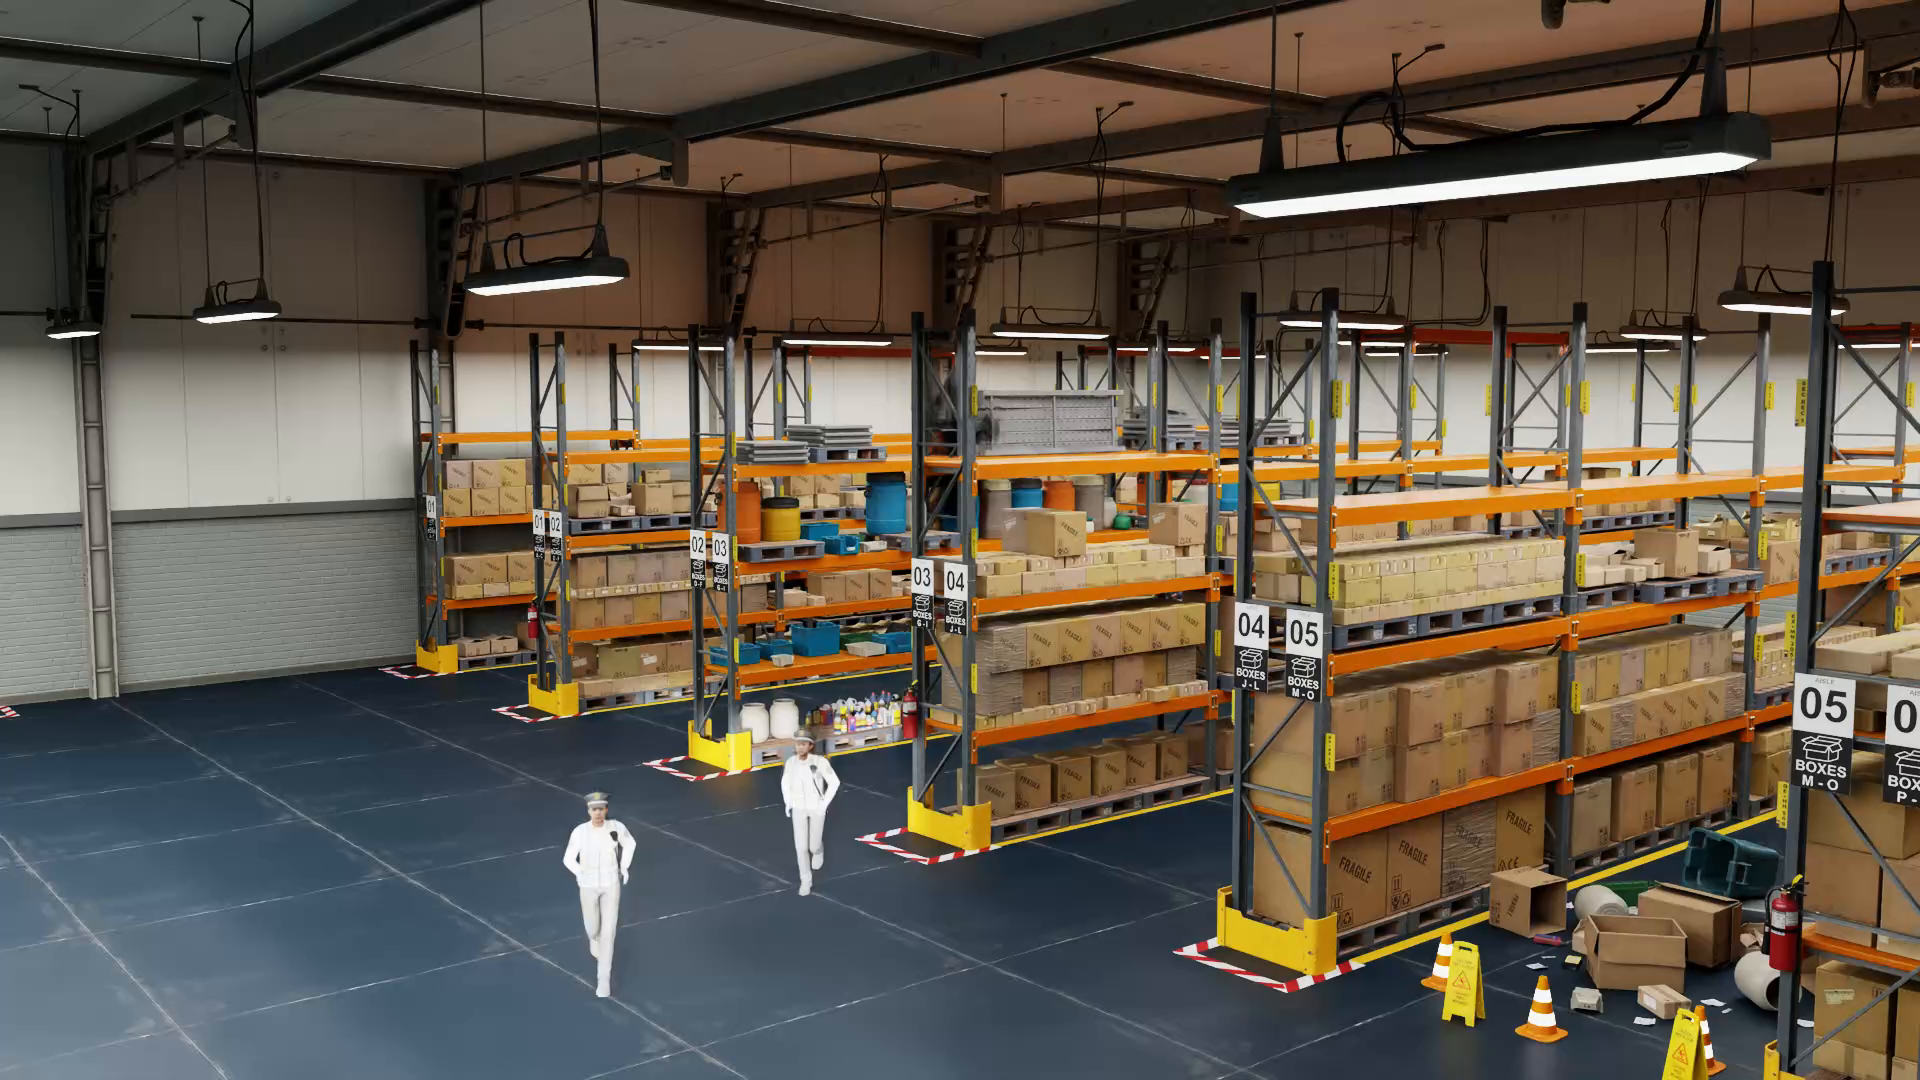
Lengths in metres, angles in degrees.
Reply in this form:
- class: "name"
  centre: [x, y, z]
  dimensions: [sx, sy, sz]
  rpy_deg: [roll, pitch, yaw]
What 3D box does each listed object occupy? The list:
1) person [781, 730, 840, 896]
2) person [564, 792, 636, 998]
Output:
- class: "person"
  centre: [-1.538, 2.764, 17.153]
  dimensions: [0.622, 1.694, 0.656]
  rpy_deg: [1, 5, 9]
- class: "person"
  centre: [-3.110, 3.003, 14.398]
  dimensions: [0.617, 1.700, 0.829]
  rpy_deg: [-1, 5, -12]
